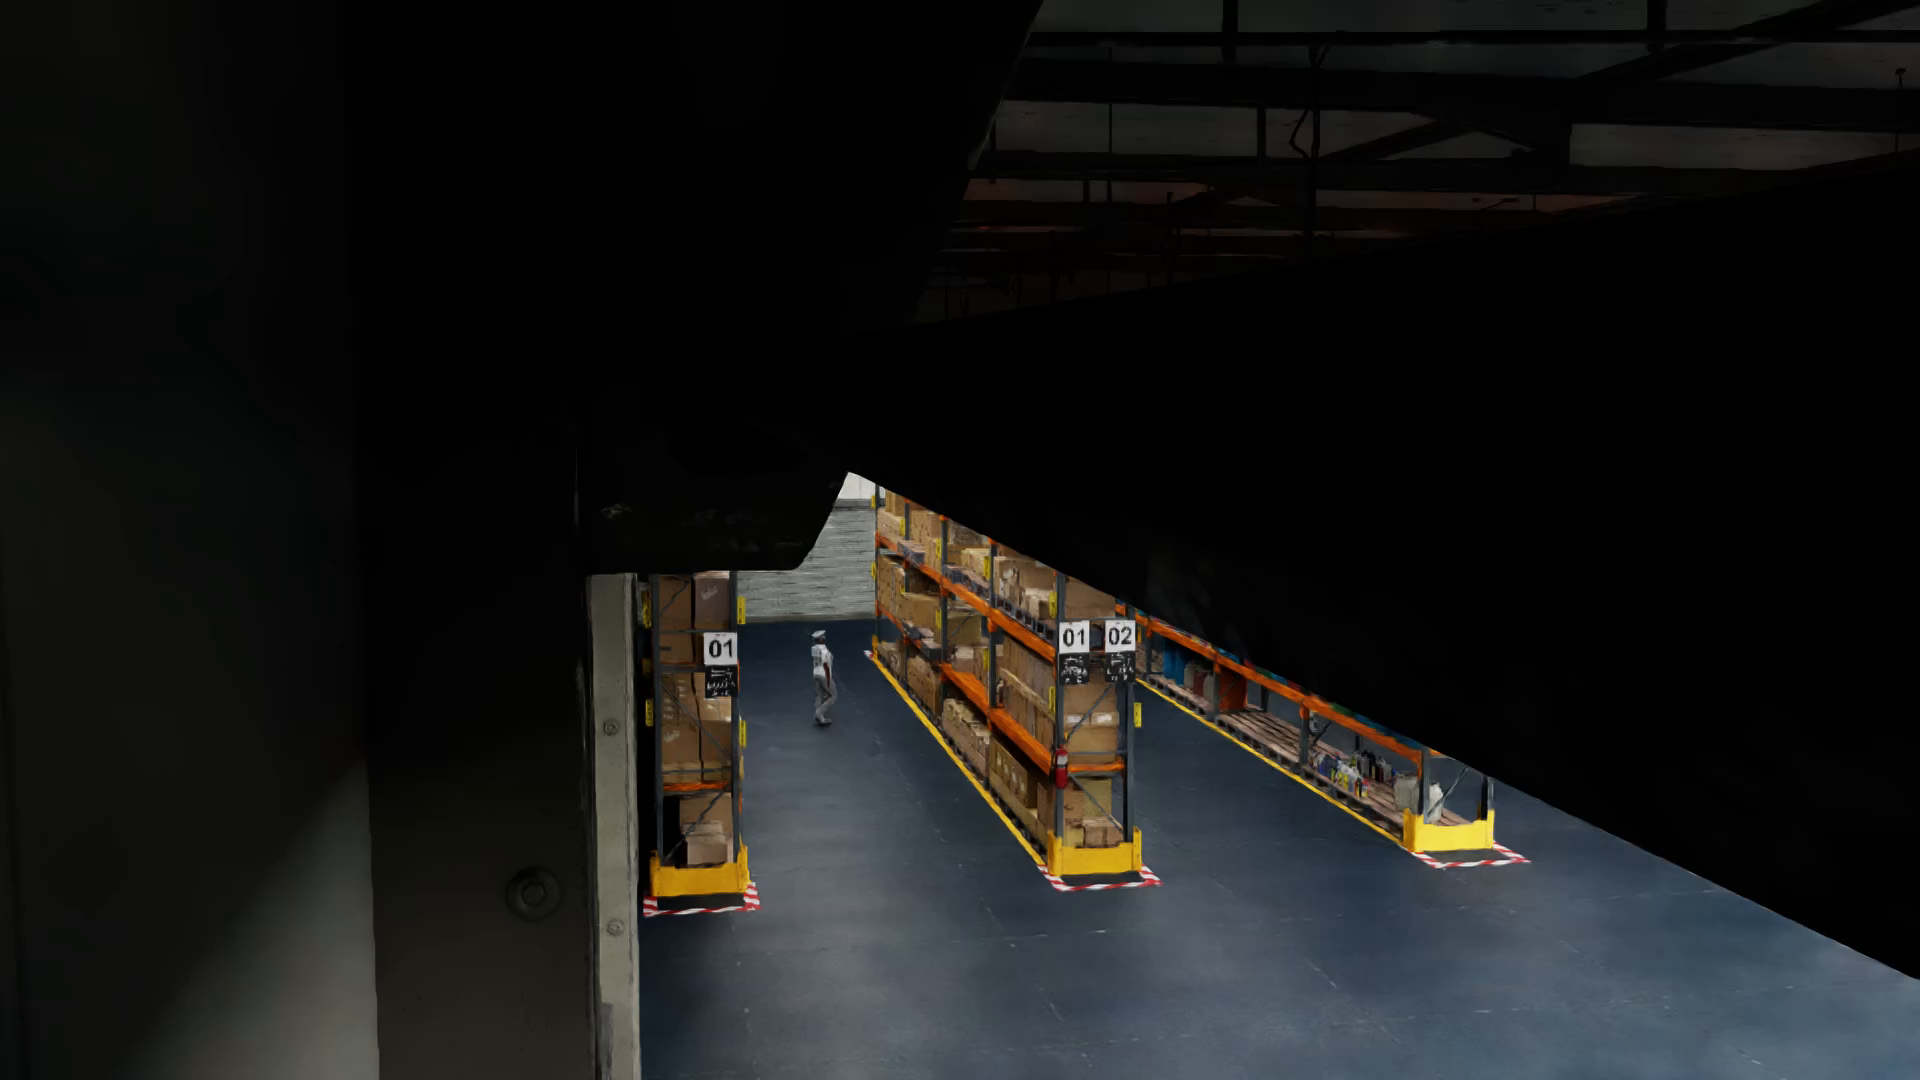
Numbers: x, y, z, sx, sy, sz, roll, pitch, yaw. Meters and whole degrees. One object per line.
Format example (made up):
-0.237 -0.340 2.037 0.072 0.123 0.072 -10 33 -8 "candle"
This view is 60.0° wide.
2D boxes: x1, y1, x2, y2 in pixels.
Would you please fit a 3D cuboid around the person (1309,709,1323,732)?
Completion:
6.244 2.428 29.164 0.390 1.792 0.709 0 6 1 "person"

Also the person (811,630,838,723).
-2.471 2.454 29.682 0.423 1.674 0.507 -5 7 -38 "person"
